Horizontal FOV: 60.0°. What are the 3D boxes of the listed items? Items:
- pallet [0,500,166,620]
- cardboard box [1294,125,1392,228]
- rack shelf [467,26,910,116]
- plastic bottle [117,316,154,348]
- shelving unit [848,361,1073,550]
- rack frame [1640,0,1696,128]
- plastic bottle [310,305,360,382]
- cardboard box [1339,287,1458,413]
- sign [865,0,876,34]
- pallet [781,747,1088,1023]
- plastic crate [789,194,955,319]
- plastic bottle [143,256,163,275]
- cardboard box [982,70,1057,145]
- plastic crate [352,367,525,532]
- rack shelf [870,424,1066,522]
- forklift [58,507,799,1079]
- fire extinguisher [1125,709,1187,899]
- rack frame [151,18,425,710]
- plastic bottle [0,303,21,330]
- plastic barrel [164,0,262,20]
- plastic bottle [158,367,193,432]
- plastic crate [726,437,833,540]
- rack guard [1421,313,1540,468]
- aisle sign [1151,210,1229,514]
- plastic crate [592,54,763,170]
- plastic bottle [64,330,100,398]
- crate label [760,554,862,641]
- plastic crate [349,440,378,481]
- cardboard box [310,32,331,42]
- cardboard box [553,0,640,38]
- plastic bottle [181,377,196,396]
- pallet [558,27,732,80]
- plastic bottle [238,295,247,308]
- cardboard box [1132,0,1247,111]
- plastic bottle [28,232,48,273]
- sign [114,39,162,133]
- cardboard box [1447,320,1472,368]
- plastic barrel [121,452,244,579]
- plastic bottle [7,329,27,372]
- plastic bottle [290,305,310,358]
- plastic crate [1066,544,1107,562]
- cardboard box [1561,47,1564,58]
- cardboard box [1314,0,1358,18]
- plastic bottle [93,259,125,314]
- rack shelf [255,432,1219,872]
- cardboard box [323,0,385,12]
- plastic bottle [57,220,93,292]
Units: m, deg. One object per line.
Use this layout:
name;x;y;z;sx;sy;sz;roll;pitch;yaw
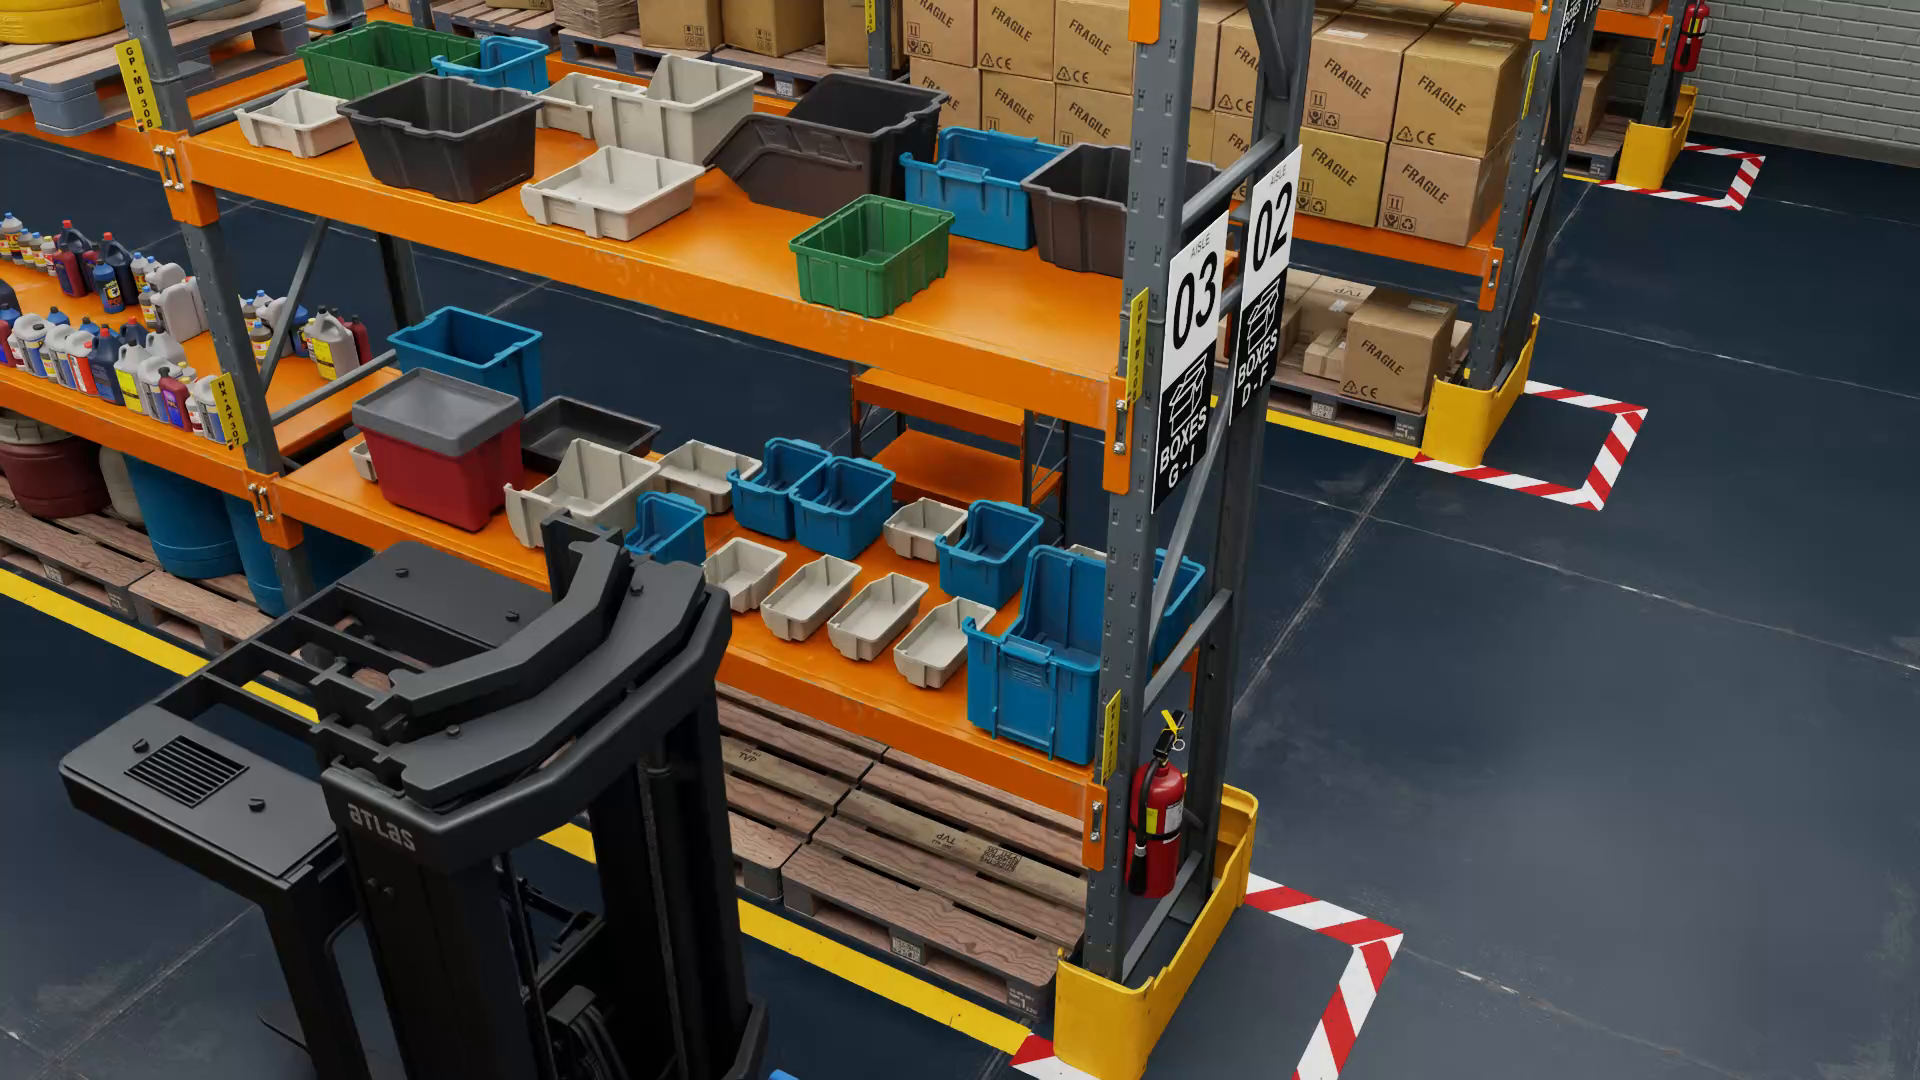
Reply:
pallet;-4.451;-0.084;8.956;1.213;0.211;1.003;18;37;24
cardboard box;2.219;-2.134;9.430;0.500;0.500;0.500;18;38;25
rack shelf;-2.014;-3.310;11.935;4.000;0.370;1.077;18;37;24
plastic bottle;-3.788;-0.872;7.669;0.185;0.351;0.144;18;37;24
shelving unit;0.006;-0.466;8.706;1.048;1.125;0.538;18;37;24
rack frame;5.650;-4.344;12.839;0.127;3.000;1.000;18;37;24
plastic bottle;-2.919;-0.920;7.741;0.185;0.351;0.144;18;37;24
cardboard box;2.601;-1.133;9.875;0.500;0.500;0.500;18;37;24
sign;-0.550;-3.273;10.186;0.005;0.325;0.100;18;37;24
pallet;0.037;1.338;6.821;1.213;0.211;1.003;18;37;24
plastic crate;-0.264;-0.871;5.108;0.336;0.188;0.450;18;37;24
plastic bottle;-4.044;-1.298;8.379;0.097;0.271;0.097;0;34;0
cardboard box;0.476;-2.691;10.265;0.500;0.500;0.500;18;38;25
plastic crate;-2.088;-0.362;6.747;0.583;0.464;0.402;18;37;24
rack shelf;0.006;-0.263;8.842;1.000;0.278;0.538;18;37;24
forklift;-1.393;1.231;4.528;3.031;2.935;1.130;18;38;25
fire extinguisher;0.639;0.871;5.413;0.183;0.674;0.296;18;37;24
rack frame;-2.739;-0.677;7.331;0.127;3.000;1.000;18;37;24
plastic bottle;-4.515;-1.001;7.934;0.097;0.271;0.097;0;34;0
plastic barrel;-3.071;-2.422;6.744;0.433;0.535;0.433;0;34;0
plastic bottle;-3.465;-0.623;7.355;0.133;0.283;0.061;18;37;24
plastic crate;-0.721;-0.203;6.717;0.300;0.233;0.416;18;37;24
rack guard;3.129;-0.940;9.982;0.348;0.500;1.175;18;37;24
aisle sign;0.651;-0.498;4.717;0.004;0.787;0.394;18;37;24
plastic crate;-1.037;-1.534;6.019;0.530;0.282;0.437;18;37;24
plastic bottle;-3.996;-0.817;7.654;0.135;0.276;0.152;18;37;24
crate label;-0.562;0.219;6.169;0.243;0.136;0.396;18;37;24
plastic crate;-2.406;-0.395;7.092;0.243;0.136;0.396;18;37;24
cardboard box;-5.408;-4.132;14.115;0.500;0.311;0.500;17;37;24
cardboard box;-2.449;-3.914;11.723;0.500;0.500;0.700;25;41;33
plastic bottle;-3.441;-0.632;7.443;0.097;0.201;0.097;0;34;0
pallet;-2.060;-3.547;11.815;1.213;0.211;1.003;18;37;24
plastic bottle;-3.526;-1.104;8.152;0.097;0.201;0.097;0;34;0
cardboard box;1.335;-2.828;9.569;0.500;0.500;0.500;19;38;26
plastic bottle;-4.850;-1.524;8.782;0.097;0.201;0.097;0;34;0
sign;-3.013;-1.665;6.101;0.005;0.325;0.100;18;37;24
cardboard box;3.002;-1.237;10.347;0.250;0.149;0.380;18;37;24
plastic barrel;-3.818;-0.331;8.326;0.708;0.901;0.600;18;37;24
plastic bottle;-4.429;-0.906;7.854;0.097;0.201;0.097;0;34;0
plastic bottle;-3.155;-1.016;7.956;0.097;0.271;0.097;0;34;0
plastic crate;0.446;0.154;6.268;0.298;0.136;0.250;18;37;24
cardboard box;4.790;-3.841;13.373;0.250;0.149;0.380;17;37;24
cardboard box;2.051;-2.946;9.747;0.500;0.500;0.500;18;38;25
plastic bottle;-4.285;-1.282;8.356;0.097;0.271;0.097;0;34;0
rack shelf;-1.002;0.173;6.705;4.000;0.370;1.077;18;37;24
cardboard box;-4.669;-4.169;12.803;0.250;0.149;0.380;18;37;24
plastic bottle;-4.539;-1.472;8.570;0.185;0.351;0.144;18;37;24
